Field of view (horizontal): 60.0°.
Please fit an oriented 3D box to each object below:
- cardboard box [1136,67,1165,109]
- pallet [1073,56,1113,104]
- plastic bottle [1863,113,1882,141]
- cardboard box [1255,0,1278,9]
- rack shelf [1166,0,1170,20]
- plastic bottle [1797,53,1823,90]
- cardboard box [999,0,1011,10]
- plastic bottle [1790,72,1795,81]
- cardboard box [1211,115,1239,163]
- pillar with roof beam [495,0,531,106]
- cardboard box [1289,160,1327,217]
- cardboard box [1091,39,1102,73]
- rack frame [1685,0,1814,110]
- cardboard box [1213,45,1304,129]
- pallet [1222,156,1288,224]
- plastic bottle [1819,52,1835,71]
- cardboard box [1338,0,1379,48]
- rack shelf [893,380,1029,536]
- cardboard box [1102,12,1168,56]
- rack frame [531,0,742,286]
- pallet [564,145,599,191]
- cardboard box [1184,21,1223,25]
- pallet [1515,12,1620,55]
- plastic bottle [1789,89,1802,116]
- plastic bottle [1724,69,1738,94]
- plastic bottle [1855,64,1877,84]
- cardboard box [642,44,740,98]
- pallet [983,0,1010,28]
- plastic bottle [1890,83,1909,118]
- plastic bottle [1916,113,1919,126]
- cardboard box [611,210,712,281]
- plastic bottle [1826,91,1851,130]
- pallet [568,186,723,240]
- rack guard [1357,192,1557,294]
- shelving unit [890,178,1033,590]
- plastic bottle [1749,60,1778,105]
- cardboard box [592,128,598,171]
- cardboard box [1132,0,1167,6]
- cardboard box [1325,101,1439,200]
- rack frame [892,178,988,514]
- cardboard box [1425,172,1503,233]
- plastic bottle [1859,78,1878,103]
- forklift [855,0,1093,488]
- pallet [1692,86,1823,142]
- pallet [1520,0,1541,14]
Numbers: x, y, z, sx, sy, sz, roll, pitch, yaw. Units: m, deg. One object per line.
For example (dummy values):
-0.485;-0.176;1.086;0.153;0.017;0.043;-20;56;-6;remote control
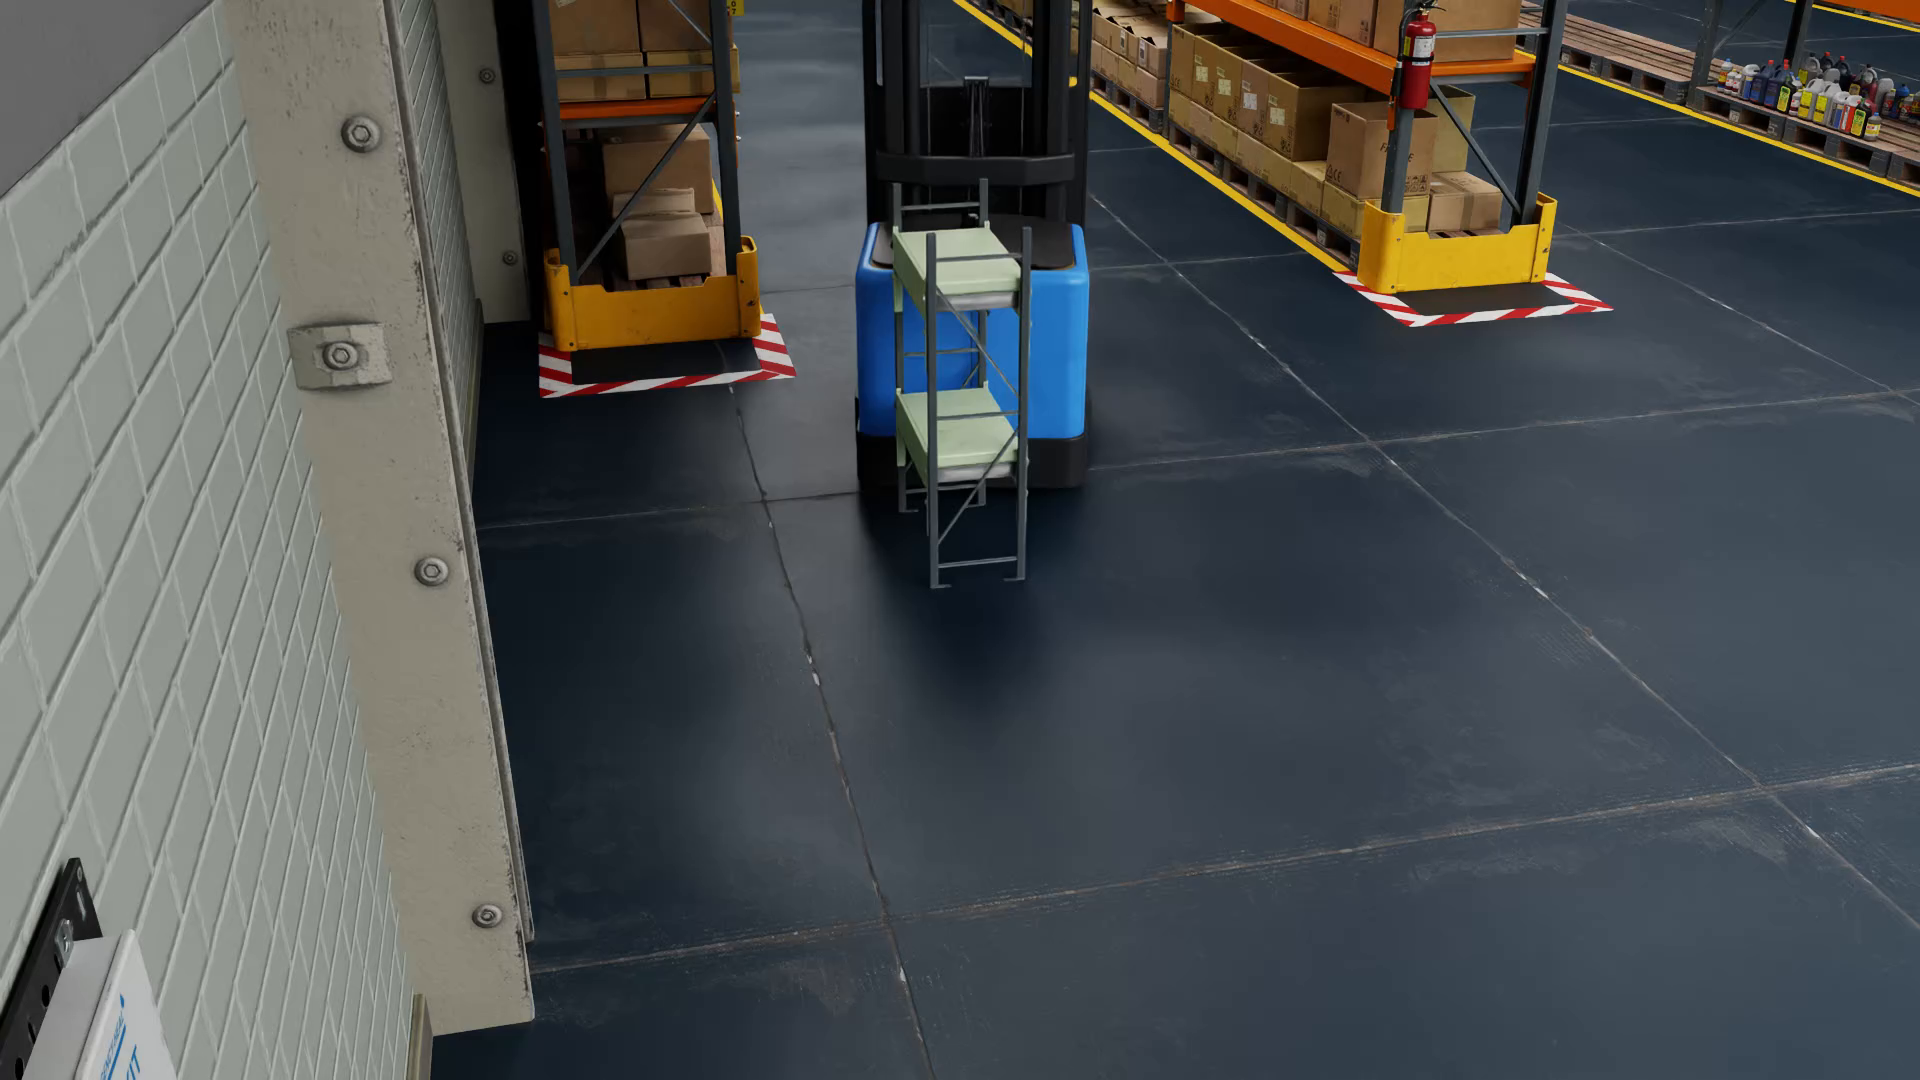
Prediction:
1.820;-3.867;14.168;0.500;0.250;0.500;-6;27;-12;cardboard box
1.714;-4.366;15.665;1.003;0.211;1.213;-6;27;-12;pallet
7.084;-3.209;12.895;0.097;0.201;0.097;0;27;0;plastic bottle
2.537;-4.153;12.039;0.700;0.500;0.500;-6;27;-11;cardboard box
1.746;-5.311;15.242;1.077;0.370;4.000;-6;27;-12;rack shelf
7.309;-4.001;14.300;0.144;0.351;0.185;-6;27;-12;plastic bottle
0.739;-6.205;18.500;0.500;0.500;0.500;-7;28;-13;cardboard box
6.951;-3.786;13.962;0.097;0.271;0.097;0;27;0;plastic bottle
2.221;-3.040;12.529;0.500;0.250;0.500;-6;27;-12;cardboard box
0.114;-8.462;14.029;9.100;9.000;0.400;-6;27;-12;pillar with roof beam
2.565;-2.382;11.226;0.500;0.250;0.500;-6;27;-12;cardboard box
1.479;-4.537;15.496;0.500;0.250;0.500;-5;27;-11;cardboard box
7.023;-5.256;14.334;1.000;3.000;0.127;-6;27;-12;rack frame
2.221;-3.375;12.360;0.500;0.500;0.500;-6;27;-12;cardboard box
2.613;-2.619;12.205;1.003;0.211;1.213;-6;27;-12;pallet
7.449;-4.016;14.329;0.144;0.351;0.185;-7;28;-13;plastic bottle
2.882;-3.479;10.703;0.700;0.500;0.500;-5;27;-10;cardboard box
-0.005;-0.357;7.015;0.431;0.370;0.720;-5;27;-11;rack shelf
1.592;-4.560;14.919;0.500;0.311;0.500;-6;27;-12;cardboard box
-1.728;-2.494;8.861;1.000;3.000;0.127;-6;27;-12;rack frame
-2.443;-2.713;12.392;1.003;0.211;1.213;-6;27;-12;pallet
2.238;-4.392;14.585;0.500;0.311;0.500;-6;27;-12;cardboard box
6.258;-5.423;17.759;1.003;0.211;1.213;-6;27;-12;pallet
6.884;-3.597;13.664;0.097;0.201;0.097;0;27;0;plastic bottle
6.691;-3.974;14.411;0.097;0.201;0.097;0;27;0;plastic bottle
7.565;-3.790;13.881;0.144;0.351;0.185;-6;27;-12;plastic bottle
-1.528;-2.682;9.379;0.500;0.250;0.500;-7;28;-13;cardboard box
0.892;-6.131;19.164;1.003;0.211;1.213;-6;27;-12;pallet
7.674;-3.589;13.571;0.097;0.271;0.097;0;27;0;plastic bottle
7.742;-3.456;13.308;0.097;0.271;0.097;0;27;0;plastic bottle
-1.796;-1.803;9.988;0.500;0.311;0.500;-9;28;-17;cardboard box
7.022;-3.416;13.224;0.152;0.276;0.135;-7;28;-13;plastic bottle
-2.165;-2.177;11.329;1.003;0.211;1.213;-6;27;-12;pallet
3.103;-1.872;10.404;1.175;0.500;0.348;-6;27;-12;rack guard
-0.005;-0.648;6.869;0.431;1.500;0.755;-5;27;-11;shelving unit
6.801;-3.873;14.046;0.144;0.351;0.185;-5;27;-10;plastic bottle
-2.356;-2.879;11.910;0.500;0.500;0.500;-8;28;-15;cardboard box
1.887;-5.066;15.922;0.500;0.311;0.500;-6;27;-12;cardboard box
2.687;-2.498;10.624;0.500;0.500;0.500;-6;27;-12;cardboard box
-0.082;-0.809;7.188;0.400;1.500;0.023;-5;27;-11;rack frame
3.194;-2.216;10.897;0.500;0.250;0.500;-6;27;-12;cardboard box
7.494;-3.677;13.733;0.061;0.283;0.133;-6;27;-12;plastic bottle
0.087;-2.166;8.289;1.130;2.935;3.031;1;27;1;forklift
7.134;-3.712;14.369;1.003;0.211;1.213;-6;27;-12;pallet
5.903;-6.109;19.118;1.003;0.211;1.213;-6;27;-12;pallet
